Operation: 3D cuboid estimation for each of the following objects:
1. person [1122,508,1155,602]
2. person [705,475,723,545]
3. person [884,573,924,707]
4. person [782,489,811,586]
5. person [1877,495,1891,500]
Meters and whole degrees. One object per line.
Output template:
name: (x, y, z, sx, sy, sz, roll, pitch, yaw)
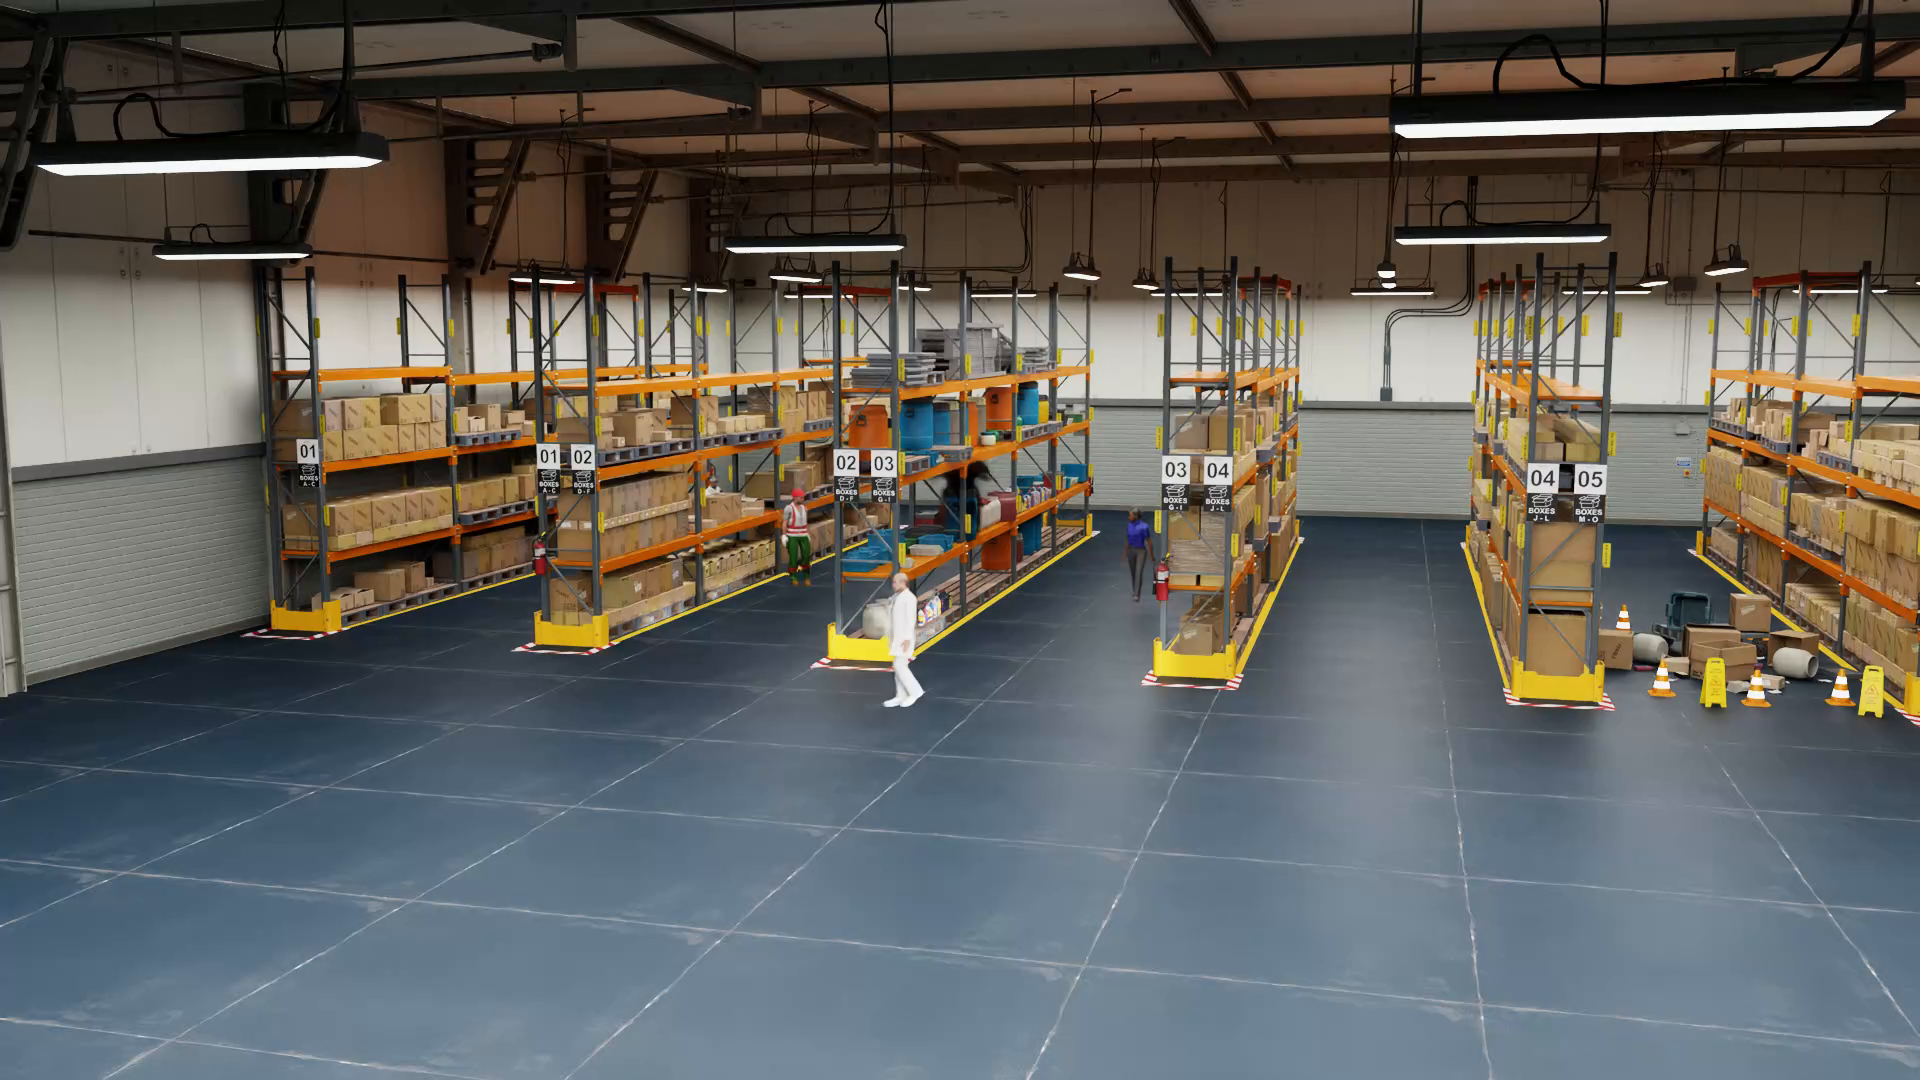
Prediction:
person: (3.116, 0.242, 28.939, 0.564, 1.613, 0.904, 3, 8, 20)
person: (-5.406, -0.553, 36.957, 0.527, 1.785, 0.550, 3, 8, 24)
person: (-0.746, 1.331, 22.095, 0.505, 1.776, 0.628, -3, 8, -24)
person: (-3.024, -0.037, 30.647, 0.613, 1.826, 0.418, -3, 8, -21)
person: (19.330, -0.325, 35.052, 0.837, 1.786, 0.666, 3, 8, 26)
